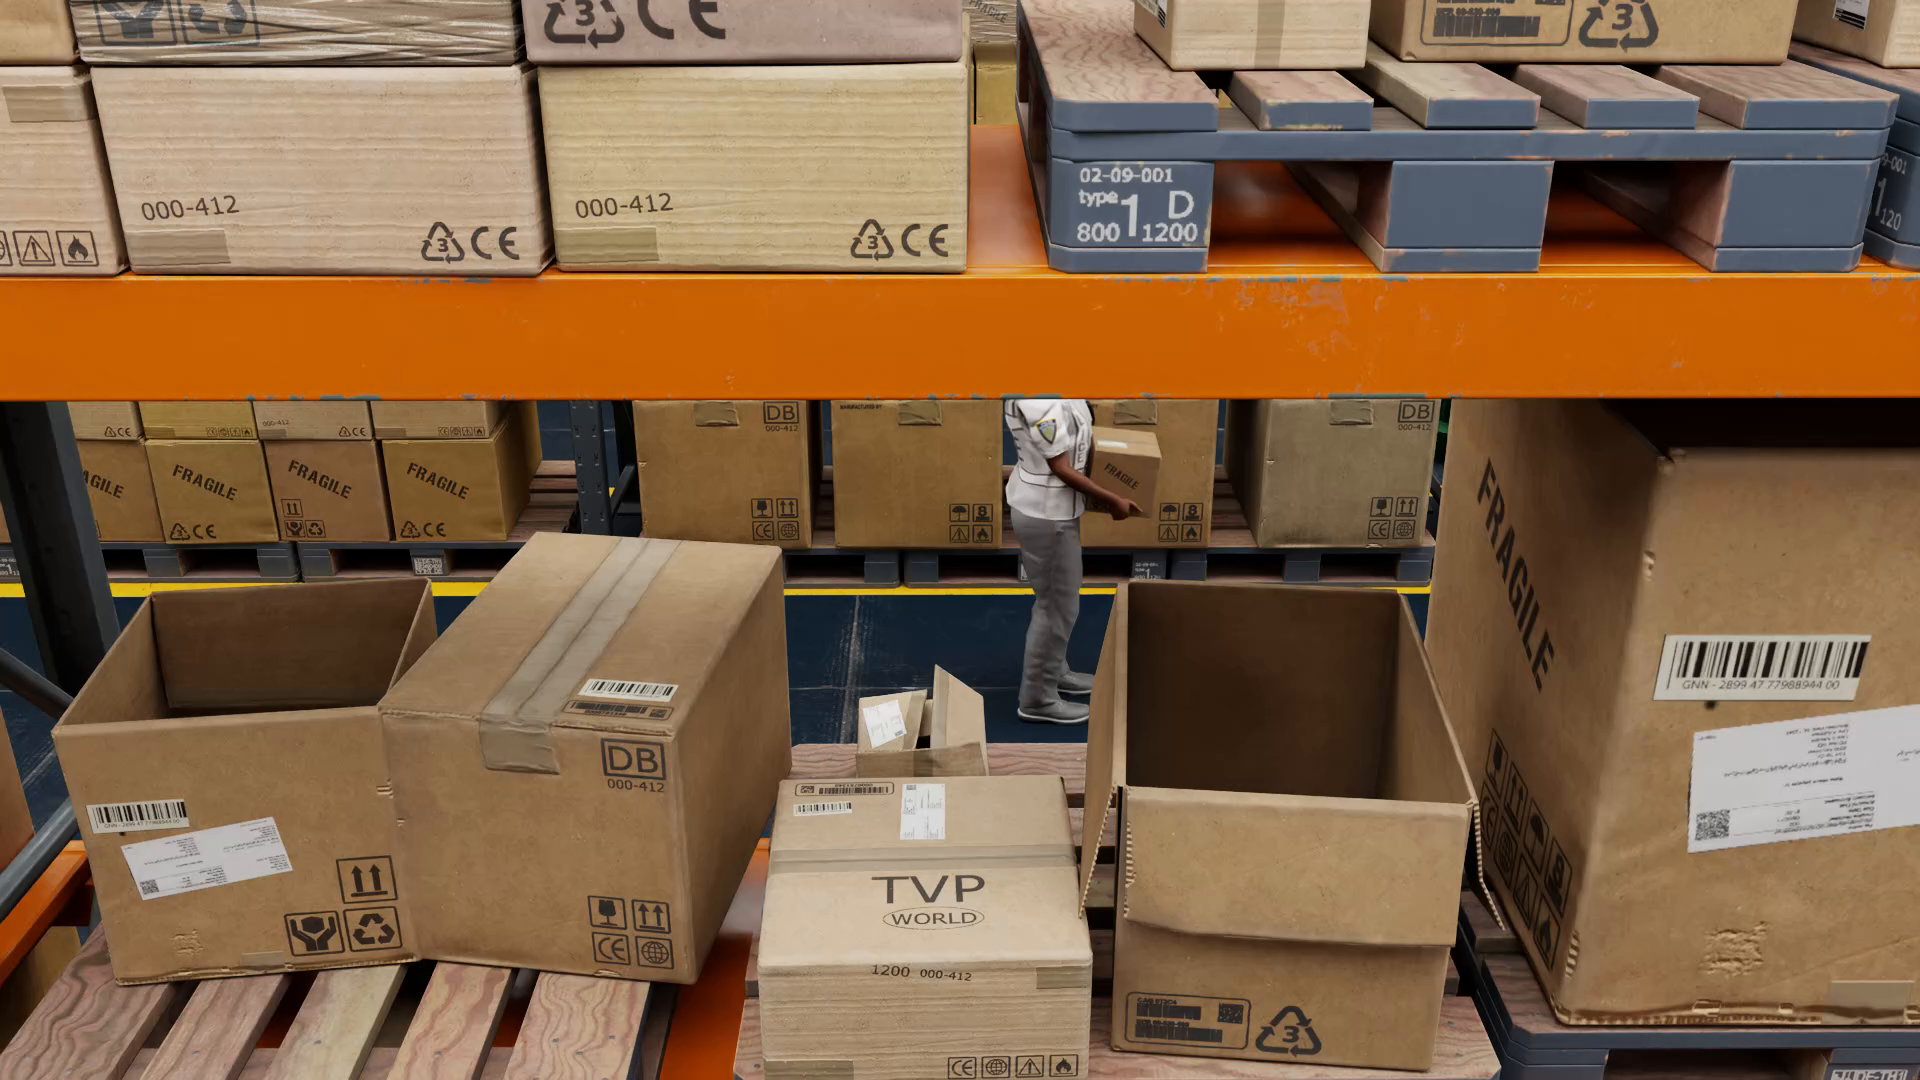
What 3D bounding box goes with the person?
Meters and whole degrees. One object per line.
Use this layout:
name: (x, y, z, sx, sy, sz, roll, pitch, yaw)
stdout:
person: (0.413, -0.117, 6.333, 0.531, 1.687, 0.451, 0, 24, 0)
